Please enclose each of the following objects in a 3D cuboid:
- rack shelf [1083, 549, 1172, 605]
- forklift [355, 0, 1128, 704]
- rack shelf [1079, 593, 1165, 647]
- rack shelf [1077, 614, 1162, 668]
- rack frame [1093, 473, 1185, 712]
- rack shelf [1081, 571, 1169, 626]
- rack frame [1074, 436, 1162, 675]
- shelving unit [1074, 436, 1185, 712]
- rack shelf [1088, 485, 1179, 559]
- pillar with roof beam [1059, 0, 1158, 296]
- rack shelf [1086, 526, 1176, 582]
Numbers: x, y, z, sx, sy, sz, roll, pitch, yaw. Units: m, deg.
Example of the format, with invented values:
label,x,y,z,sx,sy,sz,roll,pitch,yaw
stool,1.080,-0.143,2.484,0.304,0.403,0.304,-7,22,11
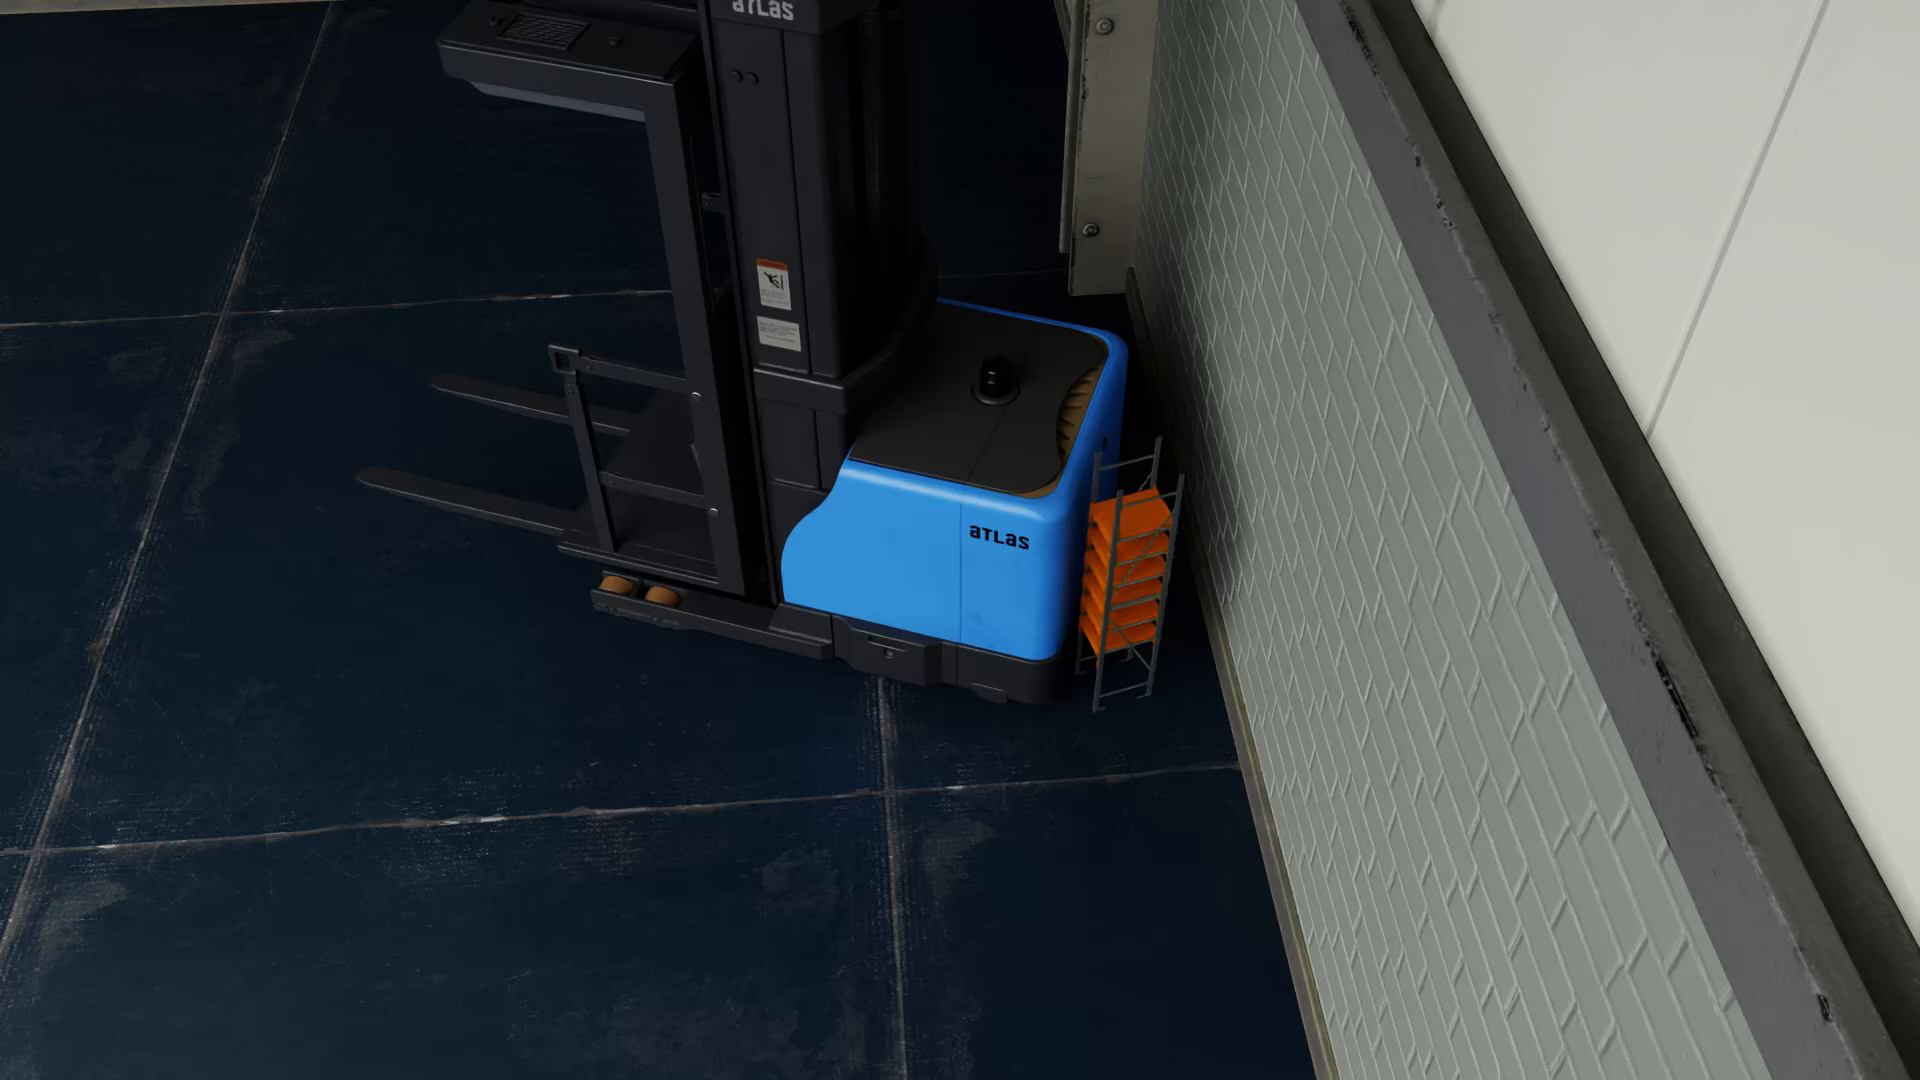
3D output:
label,x,y,z,sx,sy,sz,roll,pitch,yaw
rack shelf,0.589,0.099,5.859,0.258,0.103,0.180,-14,50,-13
forklift,-0.940,-1.016,5.830,3.031,2.935,1.130,13,48,12
rack shelf,0.587,0.261,6.037,0.258,0.103,0.180,-14,50,-13
rack shelf,0.586,0.341,6.126,0.258,0.103,0.180,-14,50,-13
rack frame,0.619,0.214,5.857,0.240,1.200,0.006,-14,50,-13
rack shelf,0.588,0.180,5.948,0.258,0.103,0.180,-14,50,-13
rack frame,0.558,0.086,5.973,0.240,1.200,0.006,-14,50,-13
shelving unit,0.588,0.150,5.915,0.258,1.200,0.189,-14,50,-13
rack shelf,0.591,-0.062,5.681,0.258,0.103,0.180,-14,50,-13
pillar with roof beam,-3.627,-4.161,4.629,9.100,9.000,0.400,-3,47,-3
rack shelf,0.590,0.019,5.770,0.258,0.103,0.180,-14,50,-13
